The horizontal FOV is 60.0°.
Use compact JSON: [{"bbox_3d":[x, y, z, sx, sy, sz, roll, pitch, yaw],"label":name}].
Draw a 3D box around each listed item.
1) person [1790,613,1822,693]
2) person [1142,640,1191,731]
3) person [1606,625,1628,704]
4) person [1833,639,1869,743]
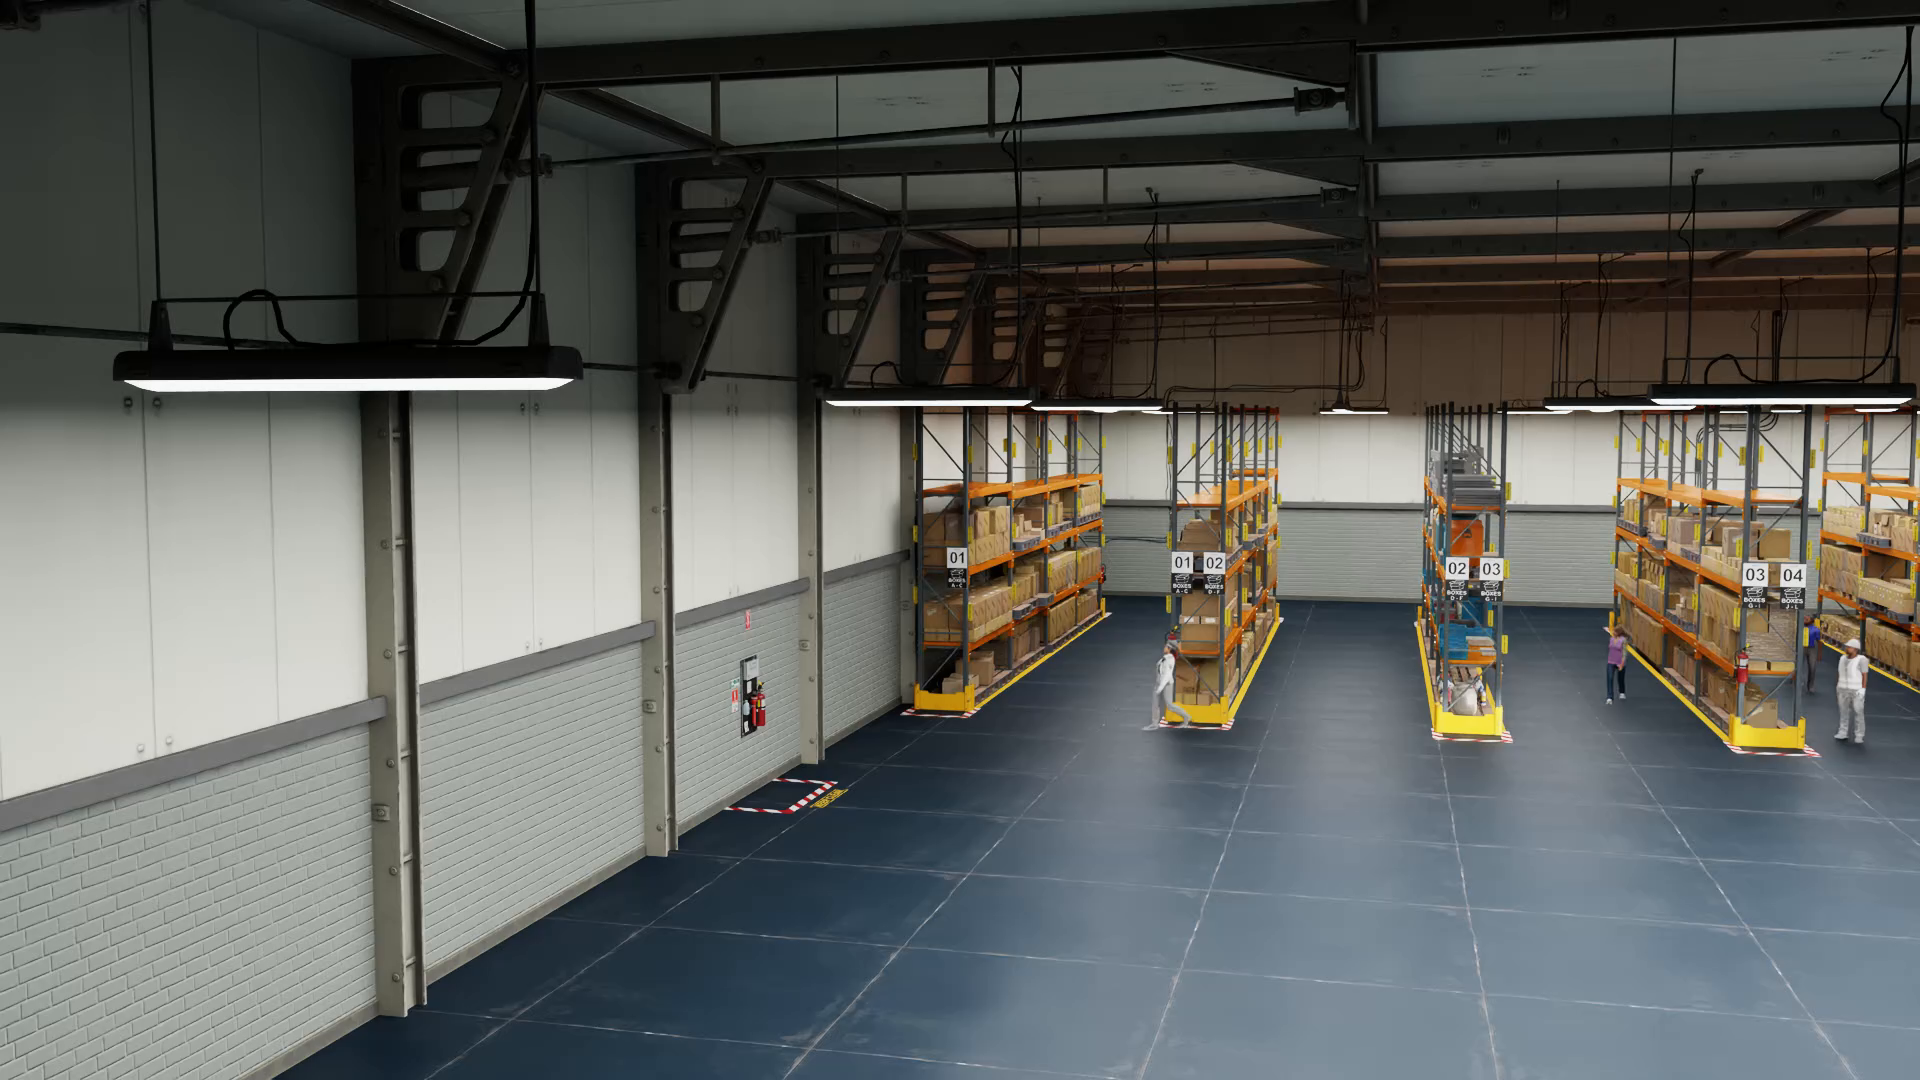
[{"bbox_3d":[17.681,2.336,34.727,0.483,1.631,0.646,1,4,10],"label":"person"},{"bbox_3d":[3.781,2.652,30.399,0.868,1.665,0.482,-1,4,-14],"label":"person"},{"bbox_3d":[13.156,2.482,33.284,0.379,1.550,0.868,2,5,29],"label":"person"},{"bbox_3d":[15.787,2.659,29.464,0.397,1.820,0.551,-4,6,-41],"label":"person"}]
